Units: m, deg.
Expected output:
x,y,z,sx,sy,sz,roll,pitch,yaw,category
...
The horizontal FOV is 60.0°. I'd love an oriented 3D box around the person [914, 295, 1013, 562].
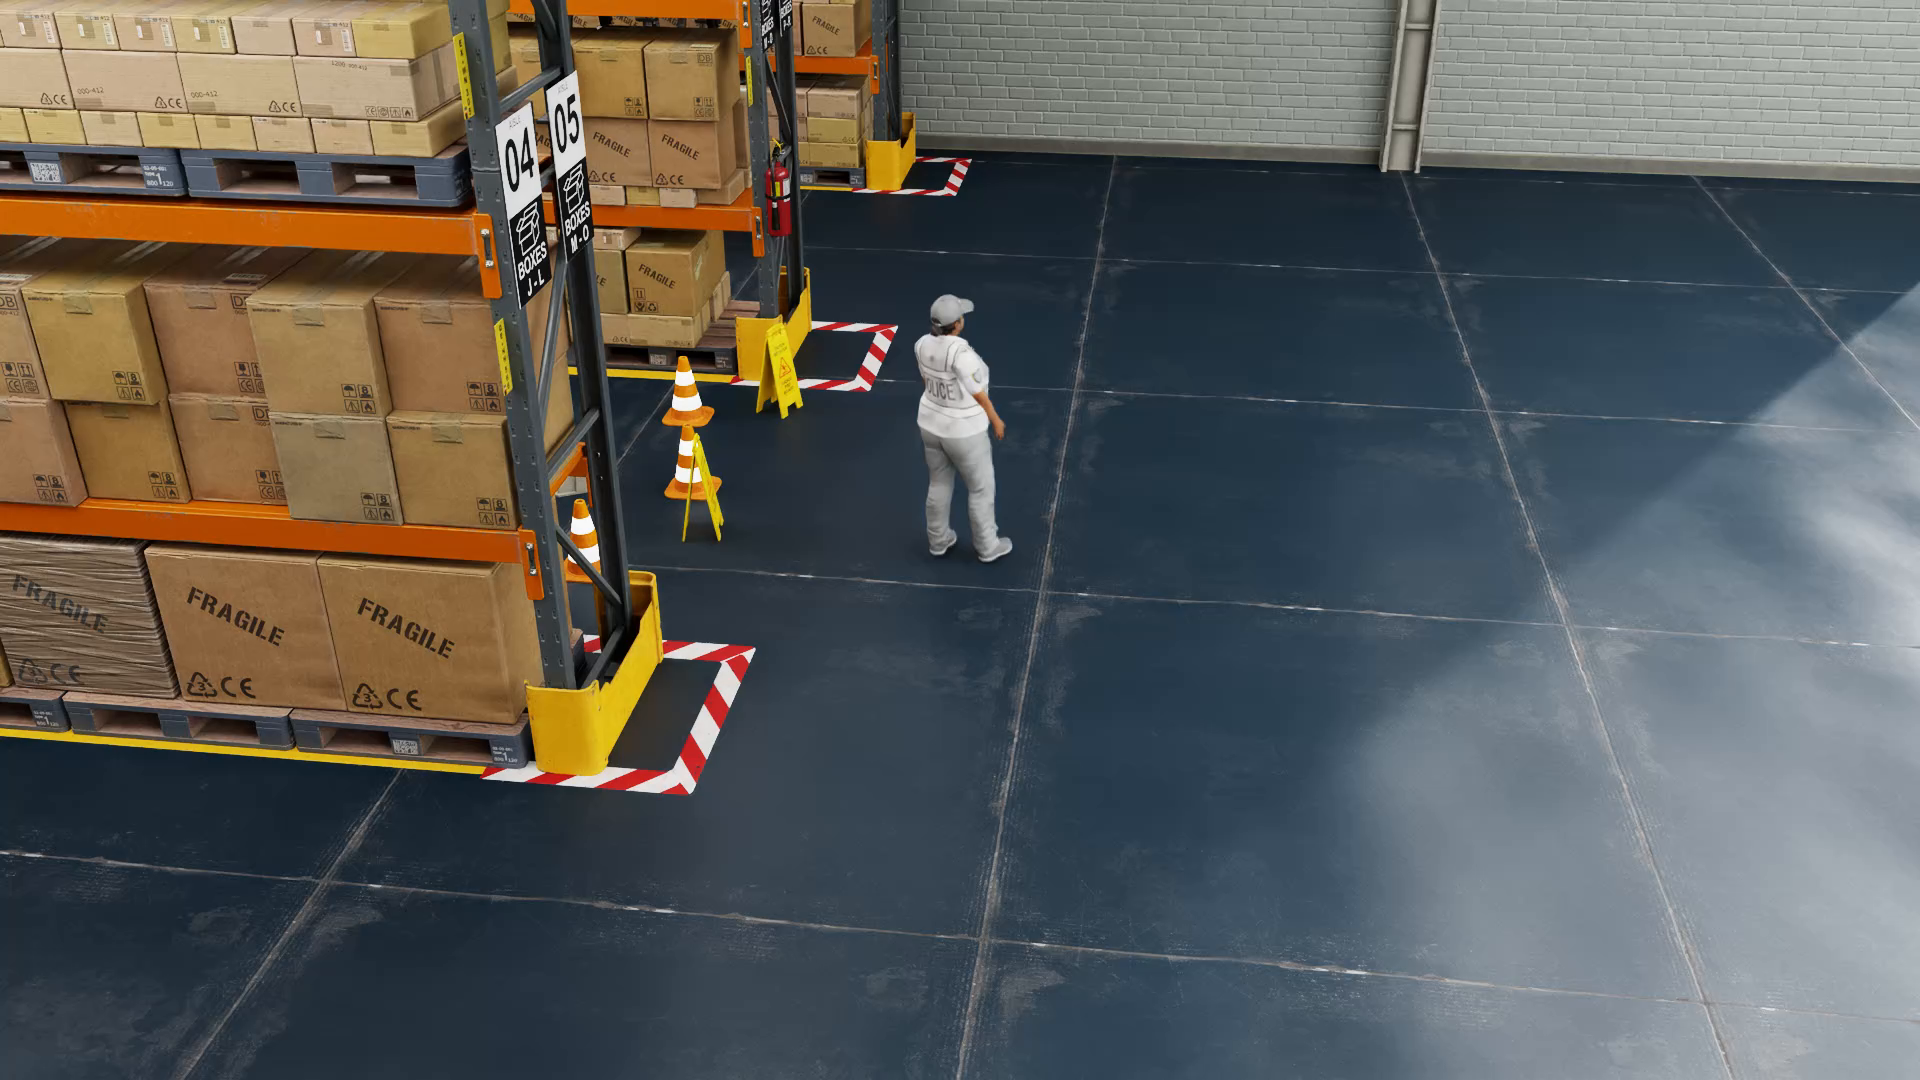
x,y,z,sx,sy,sz,roll,pitch,yaw,category
0.012,-0.673,9.834,0.514,1.671,0.506,25,38,38,person
